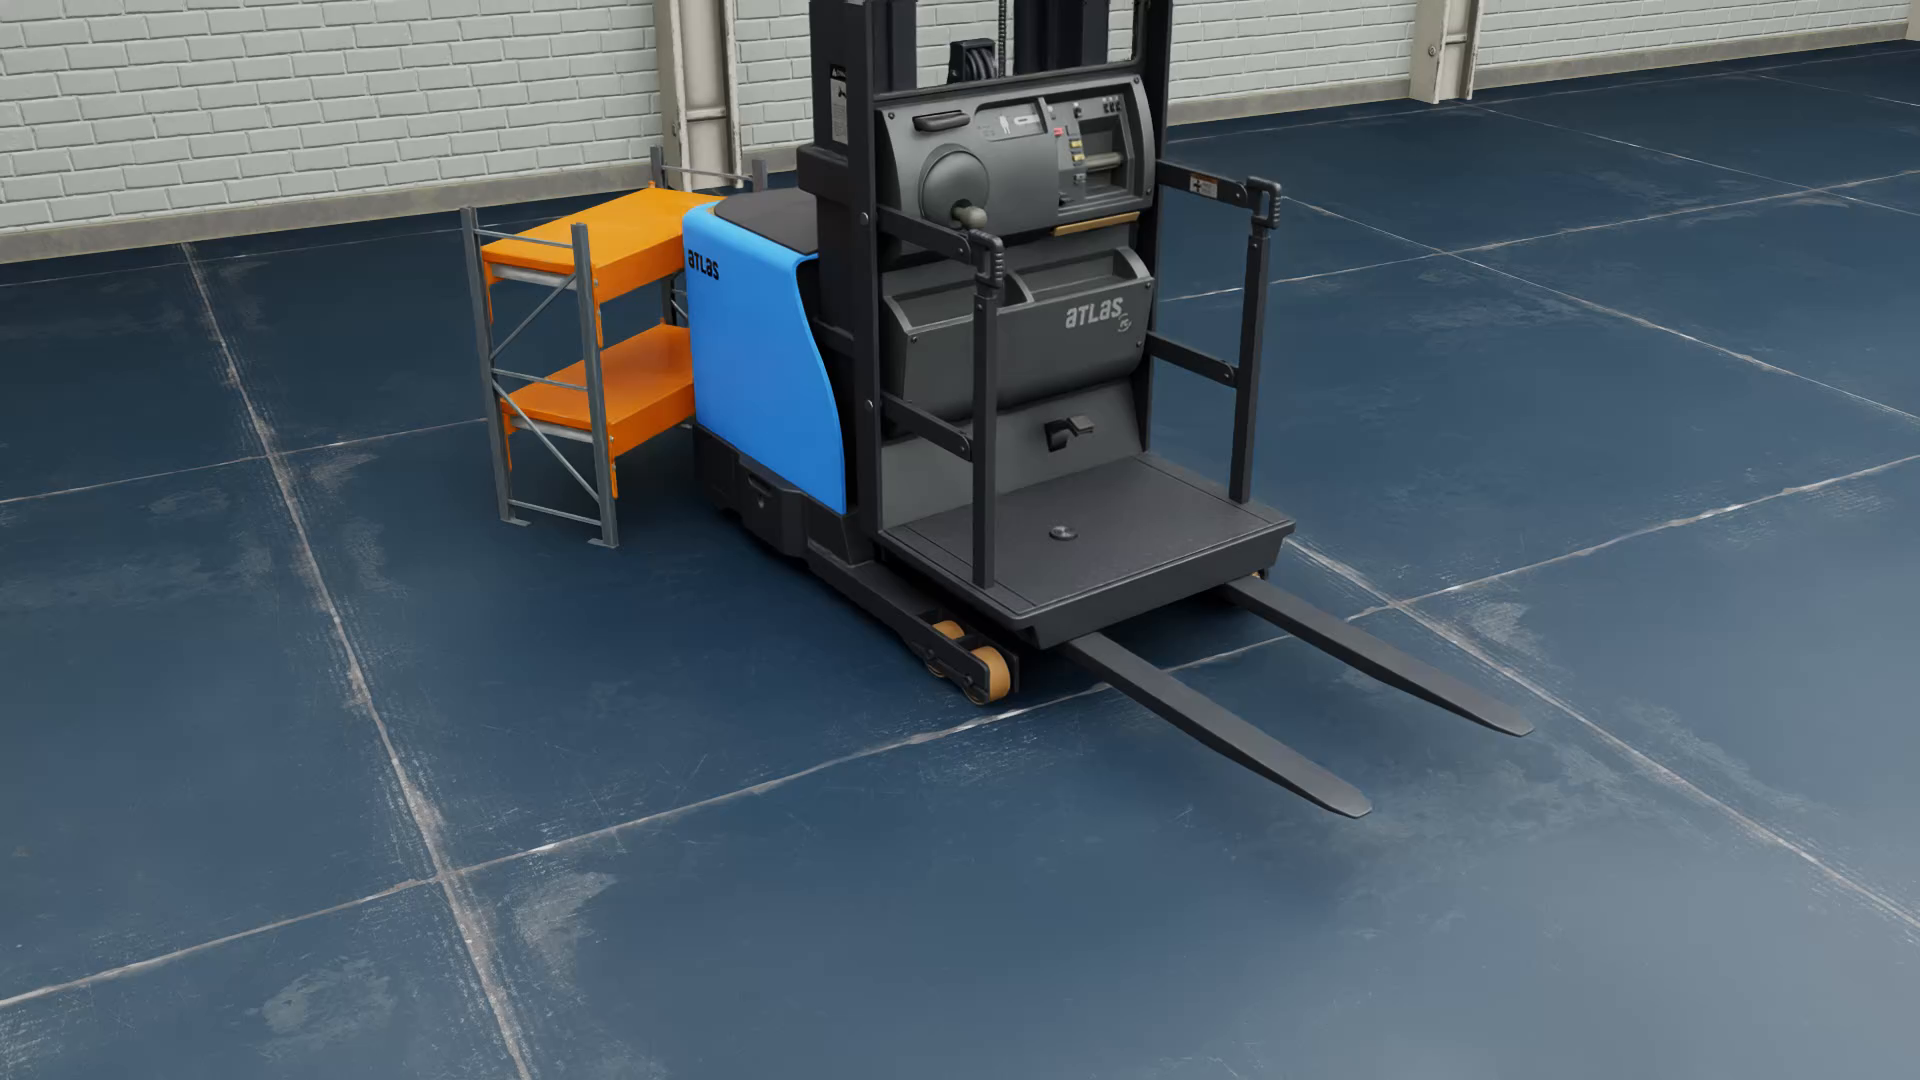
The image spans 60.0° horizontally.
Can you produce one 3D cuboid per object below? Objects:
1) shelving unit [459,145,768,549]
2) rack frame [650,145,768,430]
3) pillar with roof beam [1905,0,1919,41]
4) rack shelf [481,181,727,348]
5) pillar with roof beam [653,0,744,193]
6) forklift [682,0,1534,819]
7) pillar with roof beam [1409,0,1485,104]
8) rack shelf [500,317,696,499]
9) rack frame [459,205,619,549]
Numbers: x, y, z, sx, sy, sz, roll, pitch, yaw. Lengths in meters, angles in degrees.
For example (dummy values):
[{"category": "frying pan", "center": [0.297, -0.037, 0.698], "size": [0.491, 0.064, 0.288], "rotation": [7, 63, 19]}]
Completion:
[{"category": "shelving unit", "center": [-1.165, -0.726, 5.963], "size": [0.538, 1.125, 1.048], "rotation": [13, 28, 24]}, {"category": "rack frame", "center": [-0.932, -0.922, 6.370], "size": [0.500, 1.125, 0.032], "rotation": [13, 28, 24]}, {"category": "pillar with roof beam", "center": [11.031, -7.060, 10.057], "size": [0.400, 9.000, 9.100], "rotation": [-13, 29, -25]}, {"category": "rack shelf", "center": [-1.165, -0.990, 5.836], "size": [0.538, 0.278, 1.000], "rotation": [13, 28, 24]}, {"category": "pillar with roof beam", "center": [0.442, -4.616, 4.967], "size": [0.400, 9.000, 9.100], "rotation": [-13, 29, -25]}, {"category": "forklift", "center": [0.311, -1.087, 4.629], "size": [1.130, 2.935, 3.031], "rotation": [-17, 31, -32]}, {"category": "pillar with roof beam", "center": [5.736, -5.838, 7.512], "size": [0.400, 9.000, 9.100], "rotation": [-13, 29, -25]}, {"category": "rack shelf", "center": [-1.165, -0.506, 6.069], "size": [0.538, 0.278, 1.000], "rotation": [13, 28, 24]}, {"category": "rack frame", "center": [-1.399, -0.531, 5.556], "size": [0.500, 1.125, 0.032], "rotation": [13, 28, 24]}]
